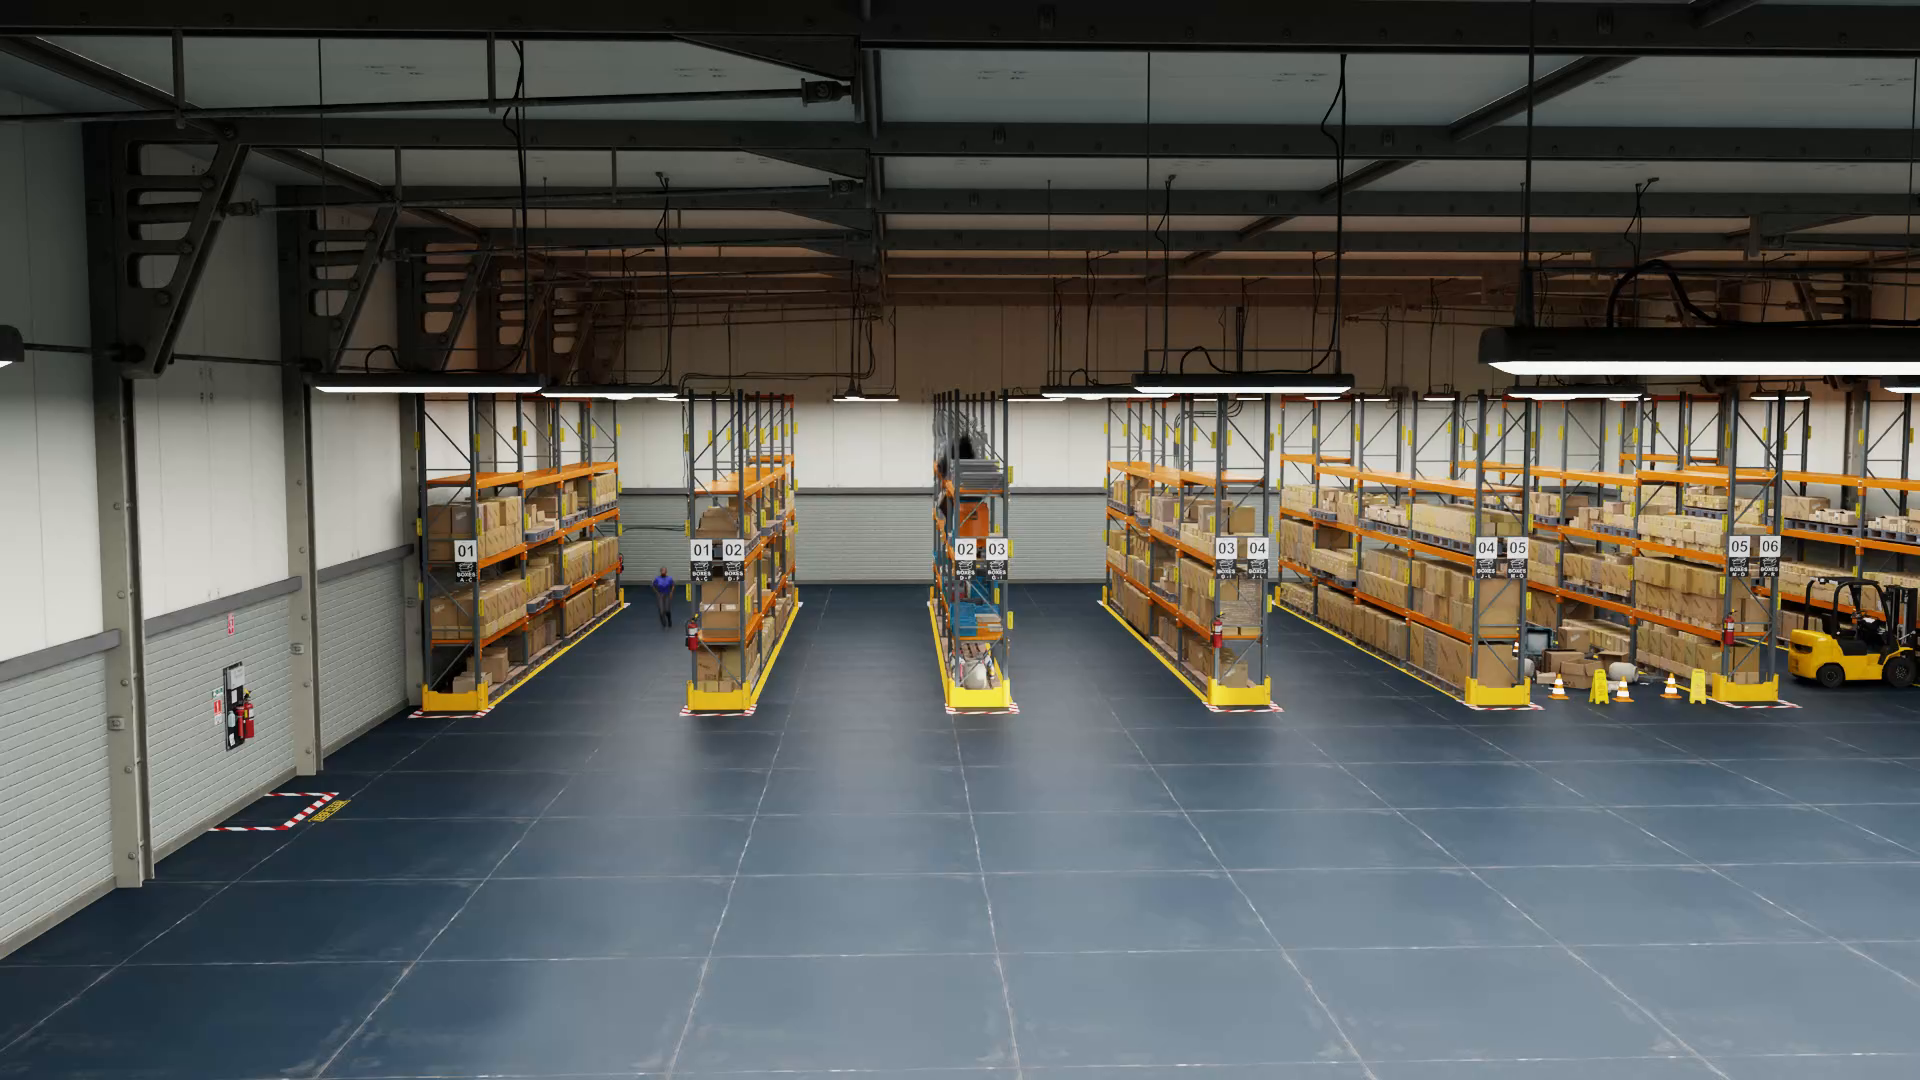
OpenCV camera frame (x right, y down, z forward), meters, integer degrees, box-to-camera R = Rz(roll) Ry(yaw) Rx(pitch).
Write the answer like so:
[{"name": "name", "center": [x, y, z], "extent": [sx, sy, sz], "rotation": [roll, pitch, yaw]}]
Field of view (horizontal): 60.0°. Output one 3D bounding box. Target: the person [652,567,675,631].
[{"name": "person", "center": [-7.508, 1.489, 42.096], "extent": [0.563, 1.622, 0.572], "rotation": [-1, 5, -10]}]

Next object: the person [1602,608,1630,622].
[{"name": "person", "center": [17.153, 1.327, 43.440], "extent": [0.553, 1.694, 0.909], "rotation": [-2, 5, -20]}]
